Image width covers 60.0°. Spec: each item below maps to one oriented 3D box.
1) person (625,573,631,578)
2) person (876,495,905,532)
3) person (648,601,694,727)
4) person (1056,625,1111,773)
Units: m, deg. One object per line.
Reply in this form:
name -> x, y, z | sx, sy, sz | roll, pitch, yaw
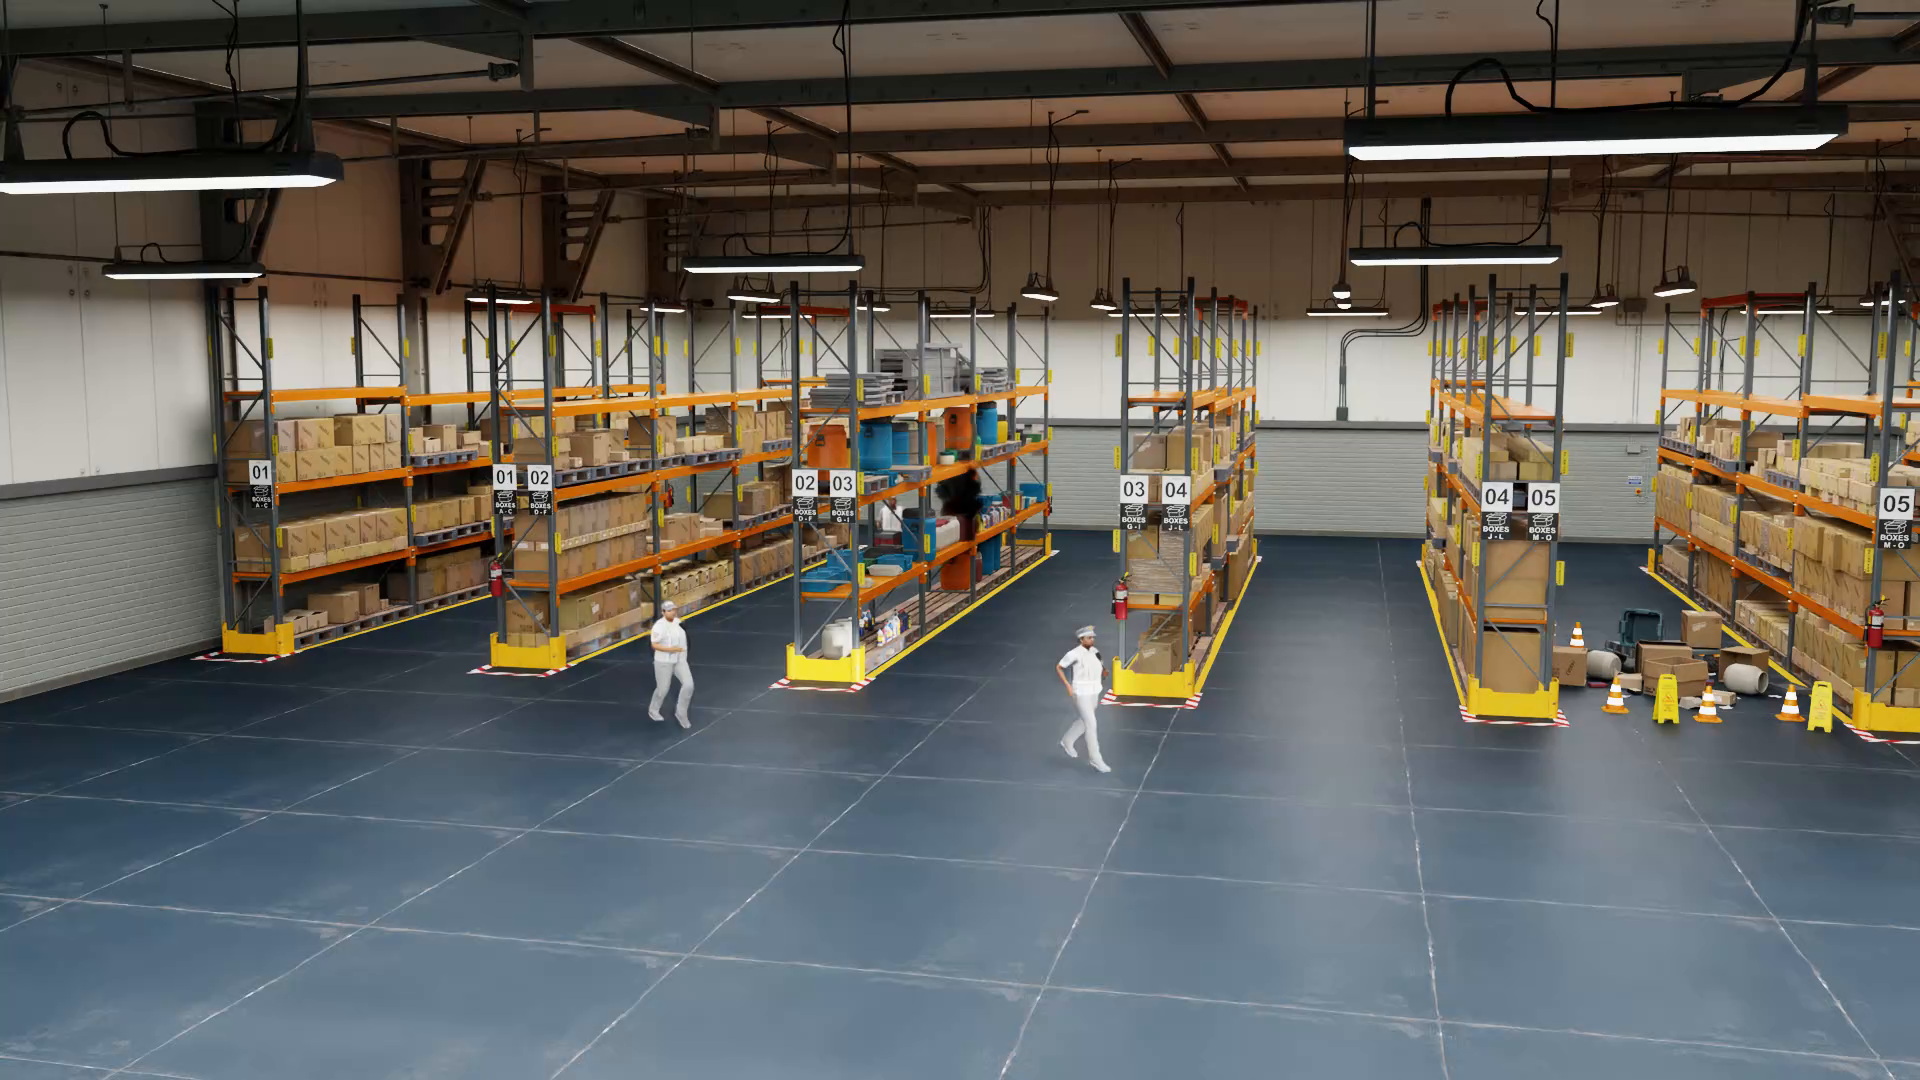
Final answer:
person -> -6.906, 0.209, 34.318 | 0.577, 1.659, 0.955 | 0, 7, 2
person -> -1.384, -0.072, 34.074 | 0.668, 1.781, 0.856 | 1, 7, 6
person -> -3.866, 1.657, 22.152 | 0.695, 1.717, 0.604 | 6, 9, 44
person -> 1.501, 1.866, 19.926 | 0.566, 1.700, 0.908 | -6, 9, -44
